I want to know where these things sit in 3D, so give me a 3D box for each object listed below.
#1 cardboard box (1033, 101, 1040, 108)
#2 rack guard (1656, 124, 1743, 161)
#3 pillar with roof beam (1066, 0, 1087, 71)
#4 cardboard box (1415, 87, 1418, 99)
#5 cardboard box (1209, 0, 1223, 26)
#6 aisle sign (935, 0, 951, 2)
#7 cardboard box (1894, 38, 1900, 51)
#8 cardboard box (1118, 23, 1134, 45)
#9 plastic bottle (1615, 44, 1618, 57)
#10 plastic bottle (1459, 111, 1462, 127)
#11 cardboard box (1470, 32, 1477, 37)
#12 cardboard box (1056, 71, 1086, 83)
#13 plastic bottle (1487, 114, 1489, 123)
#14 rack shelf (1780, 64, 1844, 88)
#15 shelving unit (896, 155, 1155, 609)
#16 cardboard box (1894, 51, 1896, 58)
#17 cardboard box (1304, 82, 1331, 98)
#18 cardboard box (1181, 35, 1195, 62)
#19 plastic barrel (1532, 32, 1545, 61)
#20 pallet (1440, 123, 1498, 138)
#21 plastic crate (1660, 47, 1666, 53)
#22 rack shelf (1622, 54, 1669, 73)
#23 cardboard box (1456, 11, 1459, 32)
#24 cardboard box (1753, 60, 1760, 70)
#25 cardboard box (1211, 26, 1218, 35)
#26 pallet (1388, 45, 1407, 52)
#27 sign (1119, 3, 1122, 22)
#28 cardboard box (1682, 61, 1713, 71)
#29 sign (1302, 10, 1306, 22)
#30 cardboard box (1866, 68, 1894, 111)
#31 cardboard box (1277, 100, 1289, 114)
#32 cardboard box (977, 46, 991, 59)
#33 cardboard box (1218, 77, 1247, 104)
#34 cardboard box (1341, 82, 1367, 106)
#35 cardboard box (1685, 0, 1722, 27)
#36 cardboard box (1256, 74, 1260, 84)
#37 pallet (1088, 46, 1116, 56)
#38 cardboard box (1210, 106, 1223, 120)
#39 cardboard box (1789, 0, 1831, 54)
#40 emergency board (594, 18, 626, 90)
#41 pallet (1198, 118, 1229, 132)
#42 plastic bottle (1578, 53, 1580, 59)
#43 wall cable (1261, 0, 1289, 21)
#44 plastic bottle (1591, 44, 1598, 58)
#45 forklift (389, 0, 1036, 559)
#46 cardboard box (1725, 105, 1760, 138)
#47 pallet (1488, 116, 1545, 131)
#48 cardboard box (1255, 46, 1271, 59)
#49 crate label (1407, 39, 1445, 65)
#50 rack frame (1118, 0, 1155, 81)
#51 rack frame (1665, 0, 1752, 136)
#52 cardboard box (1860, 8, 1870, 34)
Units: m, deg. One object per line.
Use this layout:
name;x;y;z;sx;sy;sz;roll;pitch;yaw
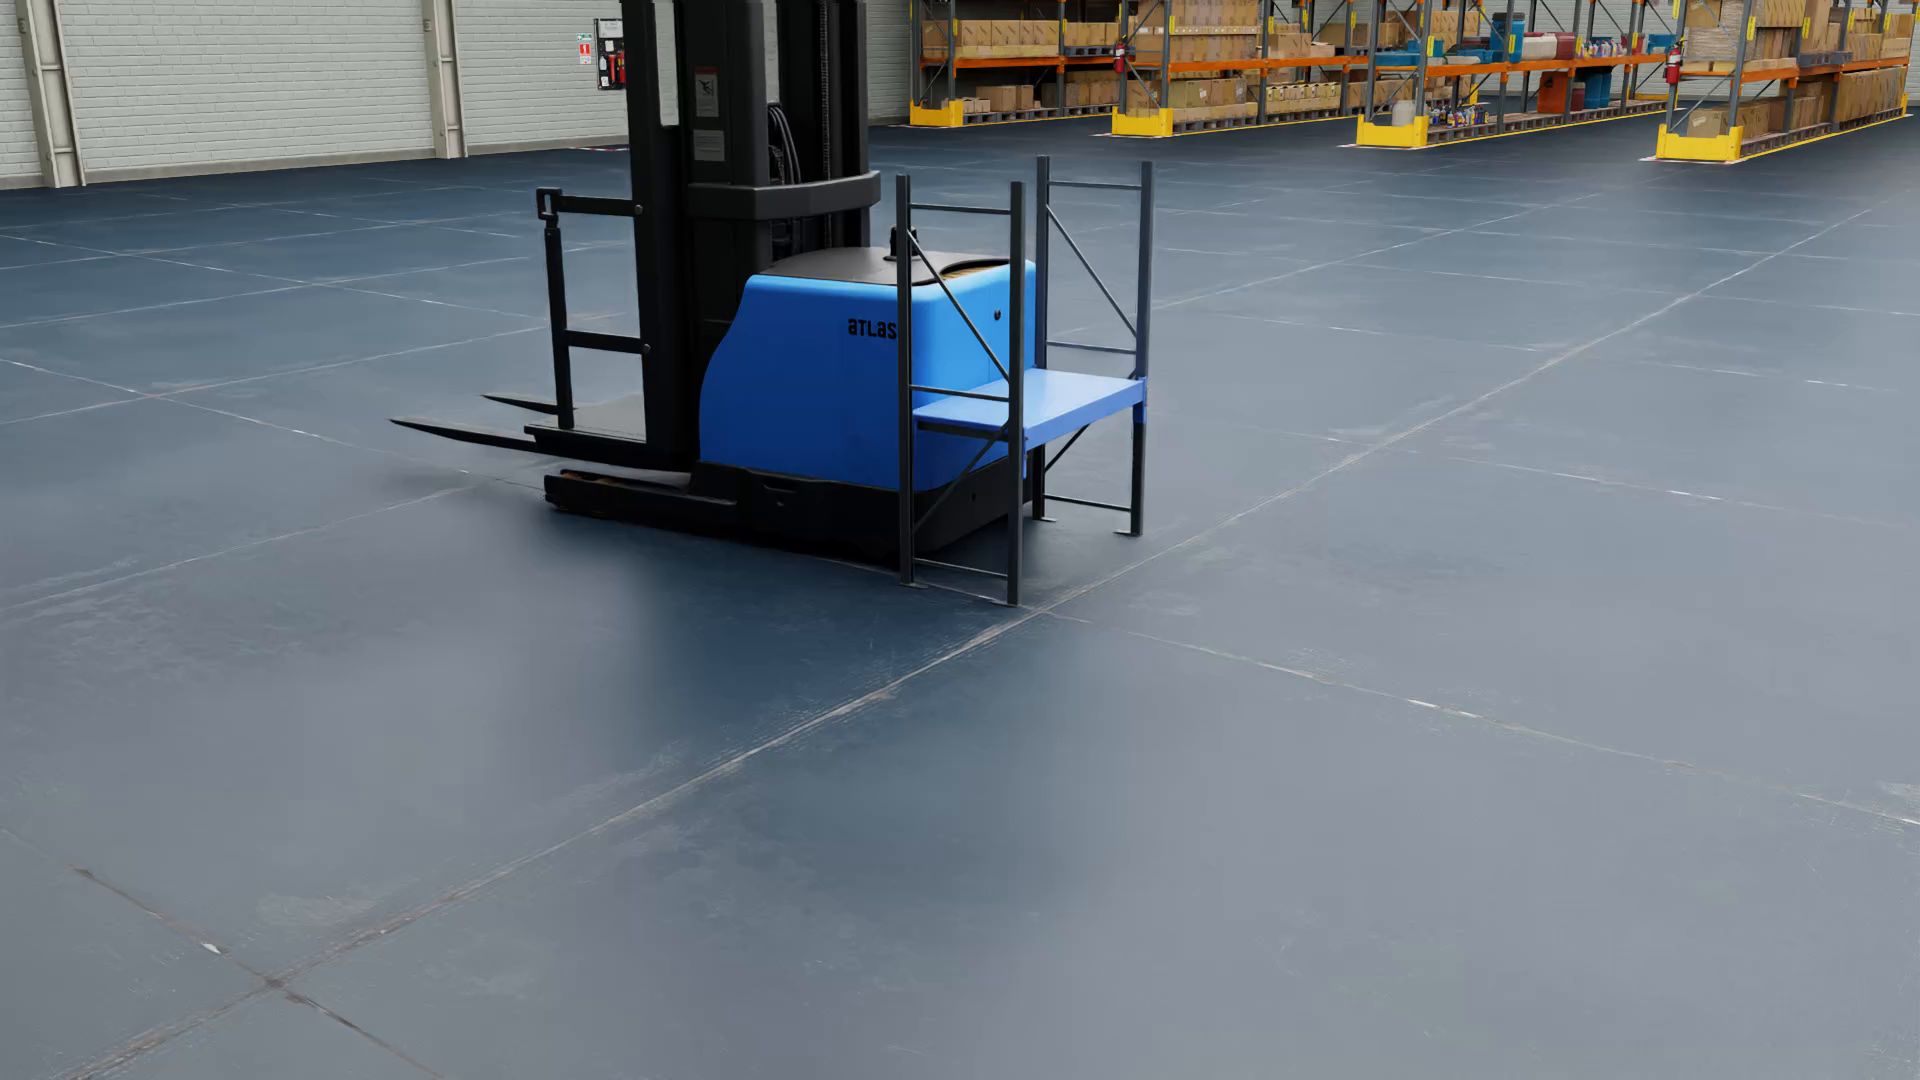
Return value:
cardboard box;1.553;-9.643;36.773;0.380;0.166;0.250;9;20;28
rack guard;11.443;-6.164;25.750;1.175;0.500;0.348;12;21;35
pillar with roof beam;6.219;-13.819;36.069;9.100;9.000;0.400;12;21;35
cardboard box;11.018;-10.937;40.697;0.500;0.311;0.500;12;21;35
cardboard box;4.671;-10.246;32.323;0.700;0.500;0.500;12;21;35
aisle sign;-0.338;-11.137;33.166;0.394;0.787;0.004;12;21;35
cardboard box;19.943;-10.692;35.867;0.500;0.250;0.500;12;21;35
cardboard box;3.647;-11.877;39.023;0.700;0.500;0.500;10;20;30
plastic bottle;14.377;-10.776;36.595;0.152;0.276;0.135;12;21;35
plastic bottle;9.015;-7.604;30.032;0.097;0.271;0.097;0;17;0
cardboard box;12.930;-12.795;42.720;0.500;0.500;0.500;13;22;36
cardboard box;2.532;-10.577;37.953;0.500;0.250;0.500;12;21;34
plastic bottle;9.838;-7.900;31.102;0.097;0.201;0.097;0;17;0
rack shelf;14.973;-8.425;30.030;1.077;0.370;4.000;12;21;35
shelving unit;0.263;-0.641;6.278;0.538;1.500;1.048;10;20;30
cardboard box;19.919;-10.461;35.796;0.380;0.149;0.250;12;21;33
cardboard box;7.792;-9.859;36.415;0.500;0.311;0.500;12;21;34
cardboard box;4.042;-9.374;31.703;0.700;0.500;0.500;13;22;36
plastic barrel;11.245;-9.700;32.691;0.433;0.535;0.433;0;17;0
pallet;9.370;-7.683;31.130;1.003;0.211;1.213;12;21;35
plastic crate;16.613;-11.702;39.713;0.396;0.136;0.243;12;21;35
rack shelf;15.762;-11.206;38.984;1.077;0.370;4.000;12;21;35
cardboard box;12.328;-13.028;41.784;0.500;0.500;0.500;13;22;36
cardboard box;12.372;-7.480;26.197;0.380;0.149;0.250;12;21;35
cardboard box;4.768;-9.870;32.207;0.380;0.149;0.250;13;21;35
pallet;10.031;-11.687;39.643;1.003;0.211;1.213;12;21;35
sign;3.017;-9.856;31.074;0.100;0.325;0.005;12;21;35
cardboard box;11.402;-7.324;25.695;0.380;0.149;0.250;12;21;35
sign;9.425;-14.343;45.522;0.100;0.325;0.005;12;21;35
cardboard box;19.542;-9.741;35.929;0.875;0.875;0.875;12;21;35
cardboard box;6.573;-9.105;34.934;0.500;0.250;0.500;13;22;36
cardboard box;0.308;-10.090;34.396;0.500;0.250;0.500;12;21;33
cardboard box;5.420;-9.023;33.406;0.500;0.500;0.500;12;21;35
cardboard box;9.019;-10.197;37.994;0.500;0.500;0.500;12;21;33
cardboard box;11.527;-8.182;25.677;0.500;0.500;0.500;12;21;35
cardboard box;7.751;-12.231;44.580;0.700;0.500;0.500;13;21;36
pallet;3.084;-11.301;38.400;1.003;0.211;1.213;12;21;35
cardboard box;4.838;-8.424;32.741;0.500;0.250;0.500;12;21;35
cardboard box;14.367;-8.944;28.768;1.000;1.000;1.000;13;21;35
emergency board;-5.892;-8.274;28.331;0.194;1.169;0.643;12;21;35
pallet;4.594;-8.238;32.917;1.003;0.211;1.213;12;21;35
plastic bottle;12.854;-10.117;34.601;0.097;0.201;0.097;0;17;0
wall cable;9.001;-14.734;47.418;0.084;1.984;1.851;12;21;35
plastic bottle;13.531;-10.437;35.506;0.152;0.276;0.135;12;21;35
forklift;-1.200;-1.622;7.025;3.031;2.935;1.130;9;20;28
cardboard box;12.869;-6.912;27.449;0.500;0.500;0.500;10;20;30
pallet;10.967;-8.322;33.185;1.003;0.211;1.213;12;21;35
cardboard box;6.086;-10.097;34.454;0.500;0.250;0.500;14;22;38
crate label;8.300;-8.718;29.700;0.502;0.435;0.616;12;21;35
rack frame;4.231;-11.871;39.913;1.000;3.000;0.127;12;21;35
rack frame;11.398;-7.340;25.321;1.000;3.000;0.127;12;21;35
cardboard box;17.756;-10.410;33.347;0.797;0.503;0.637;13;21;35
